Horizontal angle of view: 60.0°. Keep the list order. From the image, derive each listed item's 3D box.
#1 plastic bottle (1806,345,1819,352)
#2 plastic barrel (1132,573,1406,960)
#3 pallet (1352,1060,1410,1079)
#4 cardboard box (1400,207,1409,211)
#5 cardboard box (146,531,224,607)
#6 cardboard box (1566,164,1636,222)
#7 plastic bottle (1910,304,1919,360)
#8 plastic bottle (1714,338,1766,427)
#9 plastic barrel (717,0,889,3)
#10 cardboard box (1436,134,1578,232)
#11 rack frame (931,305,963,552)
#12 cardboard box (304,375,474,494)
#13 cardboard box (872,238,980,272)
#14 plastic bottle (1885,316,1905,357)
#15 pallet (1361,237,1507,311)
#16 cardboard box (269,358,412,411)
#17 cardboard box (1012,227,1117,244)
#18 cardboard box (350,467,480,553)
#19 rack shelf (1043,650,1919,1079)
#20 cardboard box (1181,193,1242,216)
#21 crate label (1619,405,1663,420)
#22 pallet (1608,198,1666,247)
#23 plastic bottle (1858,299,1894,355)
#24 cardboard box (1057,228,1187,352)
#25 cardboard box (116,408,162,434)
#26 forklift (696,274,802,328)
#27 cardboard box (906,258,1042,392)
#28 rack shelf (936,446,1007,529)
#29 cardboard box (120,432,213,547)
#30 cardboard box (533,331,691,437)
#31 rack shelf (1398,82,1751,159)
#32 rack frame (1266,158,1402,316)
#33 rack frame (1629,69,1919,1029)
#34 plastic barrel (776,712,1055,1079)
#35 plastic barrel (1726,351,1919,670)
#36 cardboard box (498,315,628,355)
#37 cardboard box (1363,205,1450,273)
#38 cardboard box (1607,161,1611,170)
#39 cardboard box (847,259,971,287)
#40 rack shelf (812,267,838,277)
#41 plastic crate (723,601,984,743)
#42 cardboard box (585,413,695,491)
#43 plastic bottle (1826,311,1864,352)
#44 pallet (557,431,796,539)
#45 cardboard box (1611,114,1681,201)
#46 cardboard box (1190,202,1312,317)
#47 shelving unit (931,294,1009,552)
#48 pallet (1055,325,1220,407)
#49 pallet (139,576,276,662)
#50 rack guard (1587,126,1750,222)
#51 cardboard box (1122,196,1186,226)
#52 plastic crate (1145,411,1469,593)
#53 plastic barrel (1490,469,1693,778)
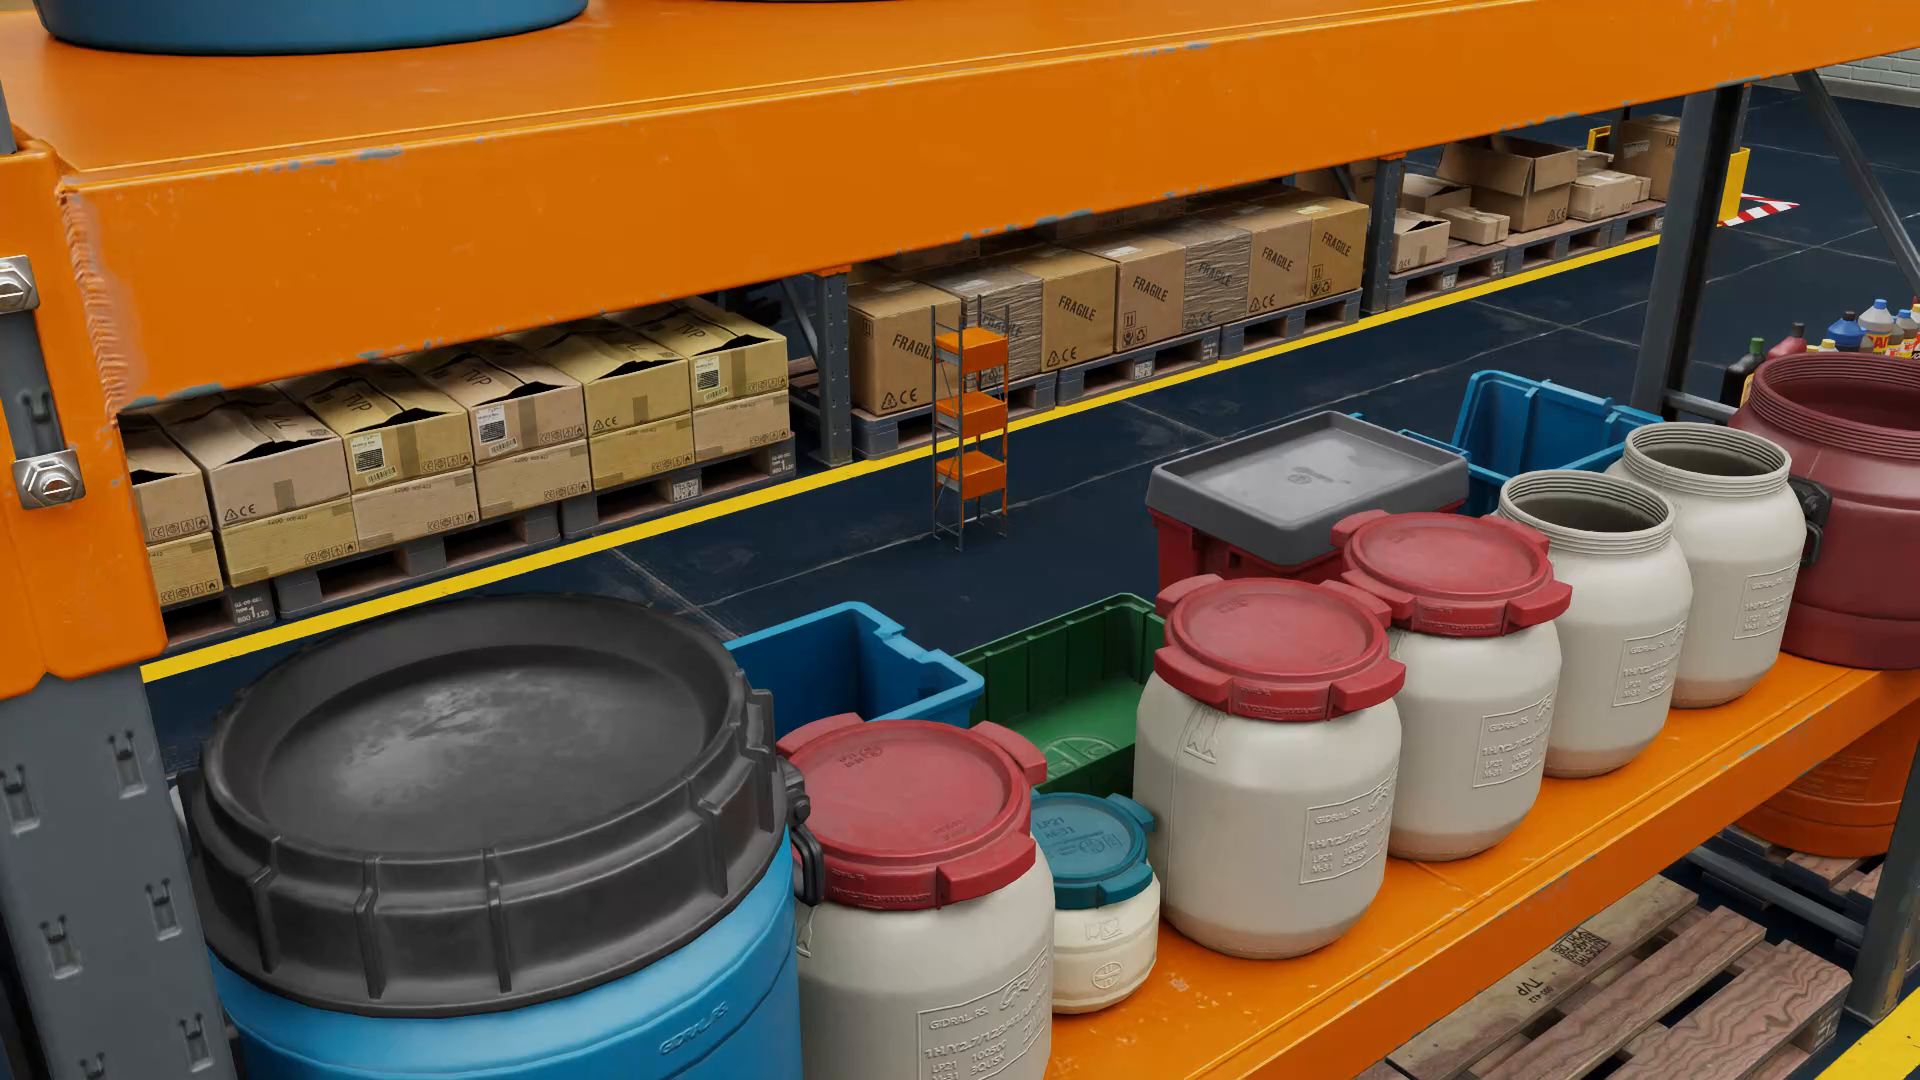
[{"bbox_3d":[2.518,-0.478,4.952,0.097,0.201,0.097,0,25,0],"label":"plastic bottle"},{"bbox_3d":[0.497,0.373,2.721,0.433,0.535,0.433,0,25,0],"label":"plastic barrel"},{"bbox_3d":[0.586,1.531,3.701,1.213,0.211,1.003,-18,31,-34],"label":"pallet"},{"bbox_3d":[2.805,-2.184,11.257,0.250,0.149,0.380,-18,31,-34],"label":"cardboard box"},{"bbox_3d":[-3.149,0.061,6.322,0.500,0.250,0.500,-17,30,-33],"label":"cardboard box"},{"bbox_3d":[4.379,-2.450,11.710,0.500,0.250,0.500,-18,31,-34],"label":"cardboard box"},{"bbox_3d":[3.054,-0.655,5.334,0.097,0.201,0.097,0,25,0],"label":"plastic bottle"},{"bbox_3d":[2.234,-0.431,4.755,0.133,0.283,0.061,-18,31,-34],"label":"plastic bottle"},{"bbox_3d":[-0.188,-1.161,2.029,0.600,0.901,0.600,0,25,0],"label":"plastic barrel"},{"bbox_3d":[3.748,-2.476,11.464,0.637,0.503,0.797,-18,31,-34],"label":"cardboard box"},{"bbox_3d":[-0.054,-0.458,6.991,0.008,1.050,0.200,-18,31,-34],"label":"rack frame"},{"bbox_3d":[-2.334,-0.463,6.785,0.500,0.311,0.500,-17,30,-33],"label":"cardboard box"},{"bbox_3d":[-0.242,-1.622,8.738,0.500,0.250,0.500,-17,30,-32],"label":"cardboard box"},{"bbox_3d":[2.901,-0.604,5.225,0.097,0.201,0.097,0,25,0],"label":"plastic bottle"},{"bbox_3d":[2.814,-1.832,10.946,1.213,0.211,1.003,-18,31,-34],"label":"pallet"},{"bbox_3d":[-2.683,-0.634,7.154,0.500,0.311,0.500,-19,31,-35],"label":"cardboard box"},{"bbox_3d":[0.533,-1.539,9.449,0.500,0.500,0.500,-20,31,-36],"label":"cardboard box"},{"bbox_3d":[-2.342,-0.206,6.898,0.500,0.250,0.500,-18,30,-33],"label":"cardboard box"},{"bbox_3d":[0.605,0.608,3.231,4.000,0.370,1.077,-18,31,-34],"label":"rack shelf"},{"bbox_3d":[1.329,-1.797,10.006,0.500,0.500,0.500,-18,30,-33],"label":"cardboard box"},{"bbox_3d":[1.616,-0.177,4.266,0.416,0.233,0.303,-18,31,-34],"label":"crate label"},{"bbox_3d":[4.734,-2.466,12.312,1.213,0.211,1.003,-18,31,-34],"label":"pallet"},{"bbox_3d":[2.824,-0.611,5.156,0.097,0.271,0.097,0,25,0],"label":"plastic bottle"},{"bbox_3d":[0.874,-1.373,9.091,0.500,0.500,0.500,-19,31,-36],"label":"cardboard box"},{"bbox_3d":[-3.475,-0.376,6.597,0.500,0.311,0.500,-17,30,-33],"label":"cardboard box"},{"bbox_3d":[-1.734,-2.646,9.470,1.130,2.935,3.031,17,30,32],"label":"forklift"},{"bbox_3d":[0.069,-1.107,8.518,0.500,0.500,0.500,-20,31,-36],"label":"cardboard box"},{"bbox_3d":[0.042,-0.228,7.180,0.240,0.259,0.215,-18,31,-34],"label":"rack shelf"},{"bbox_3d":[-3.146,-0.191,6.200,0.500,0.311,0.500,-19,31,-35],"label":"cardboard box"},{"bbox_3d":[-1.540,-0.722,7.345,0.500,0.311,0.500,-19,31,-35],"label":"cardboard box"},{"bbox_3d":[3.847,-3.112,11.247,4.000,0.370,1.077,-18,31,-34],"label":"rack shelf"},{"bbox_3d":[2.273,-2.919,9.976,0.127,3.000,1.000,-18,31,-34],"label":"rack frame"},{"bbox_3d":[2.179,-0.238,4.199,0.127,3.000,1.000,-18,31,-34],"label":"rack frame"},{"bbox_3d":[-0.080,0.564,2.310,0.433,0.535,0.433,0,25,0],"label":"plastic barrel"},{"bbox_3d":[2.001,-0.079,3.694,0.708,0.536,0.600,-18,31,-34],"label":"plastic barrel"},{"bbox_3d":[-1.876,-0.899,7.726,0.500,0.311,0.500,-19,31,-35],"label":"cardboard box"},{"bbox_3d":[2.737,-1.936,10.530,0.500,0.311,0.500,-18,31,-34],"label":"cardboard box"},{"bbox_3d":[4.683,-2.812,12.589,0.250,0.166,0.380,-18,31,-34],"label":"cardboard box"},{"bbox_3d":[-0.283,-1.266,8.861,0.500,0.500,0.500,-17,30,-32],"label":"cardboard box"},{"bbox_3d":[-2.448,-1.034,6.769,4.000,0.370,1.077,-18,31,-34],"label":"rack shelf"},{"bbox_3d":[-0.293,0.419,2.803,0.575,0.384,0.392,-18,31,-34],"label":"plastic crate"},{"bbox_3d":[-1.541,-0.470,7.468,0.500,0.250,0.500,-19,31,-35],"label":"cardboard box"},{"bbox_3d":[2.671,-0.560,5.047,0.097,0.271,0.097,0,25,0],"label":"plastic bottle"},{"bbox_3d":[-1.546,-0.414,7.891,1.213,0.211,1.003,-18,31,-34],"label":"pallet"},{"bbox_3d":[5.145,-2.801,12.168,0.500,0.500,0.500,-18,31,-34],"label":"cardboard box"},{"bbox_3d":[1.667,-1.636,9.658,0.500,0.500,0.500,-18,30,-34],"label":"cardboard box"},{"bbox_3d":[0.042,-0.490,7.059,0.252,1.050,0.215,-18,31,-34],"label":"shelving unit"},{"bbox_3d":[0.696,-1.111,9.394,1.213,0.211,1.003,-18,31,-34],"label":"pallet"},{"bbox_3d":[-3.466,0.220,6.525,1.213,0.211,1.003,-18,31,-34],"label":"pallet"},{"bbox_3d":[5.361,-2.804,12.698,0.348,0.500,1.175,-18,31,-34],"label":"rack guard"},{"bbox_3d":[0.955,-2.020,9.595,0.500,0.250,0.500,-18,30,-34],"label":"cardboard box"},{"bbox_3d":[0.719,0.052,3.499,0.583,0.464,0.402,-18,31,-34],"label":"plastic crate"},{"bbox_3d":[1.170,0.159,3.211,0.421,0.512,0.421,0,25,0],"label":"plastic barrel"}]
